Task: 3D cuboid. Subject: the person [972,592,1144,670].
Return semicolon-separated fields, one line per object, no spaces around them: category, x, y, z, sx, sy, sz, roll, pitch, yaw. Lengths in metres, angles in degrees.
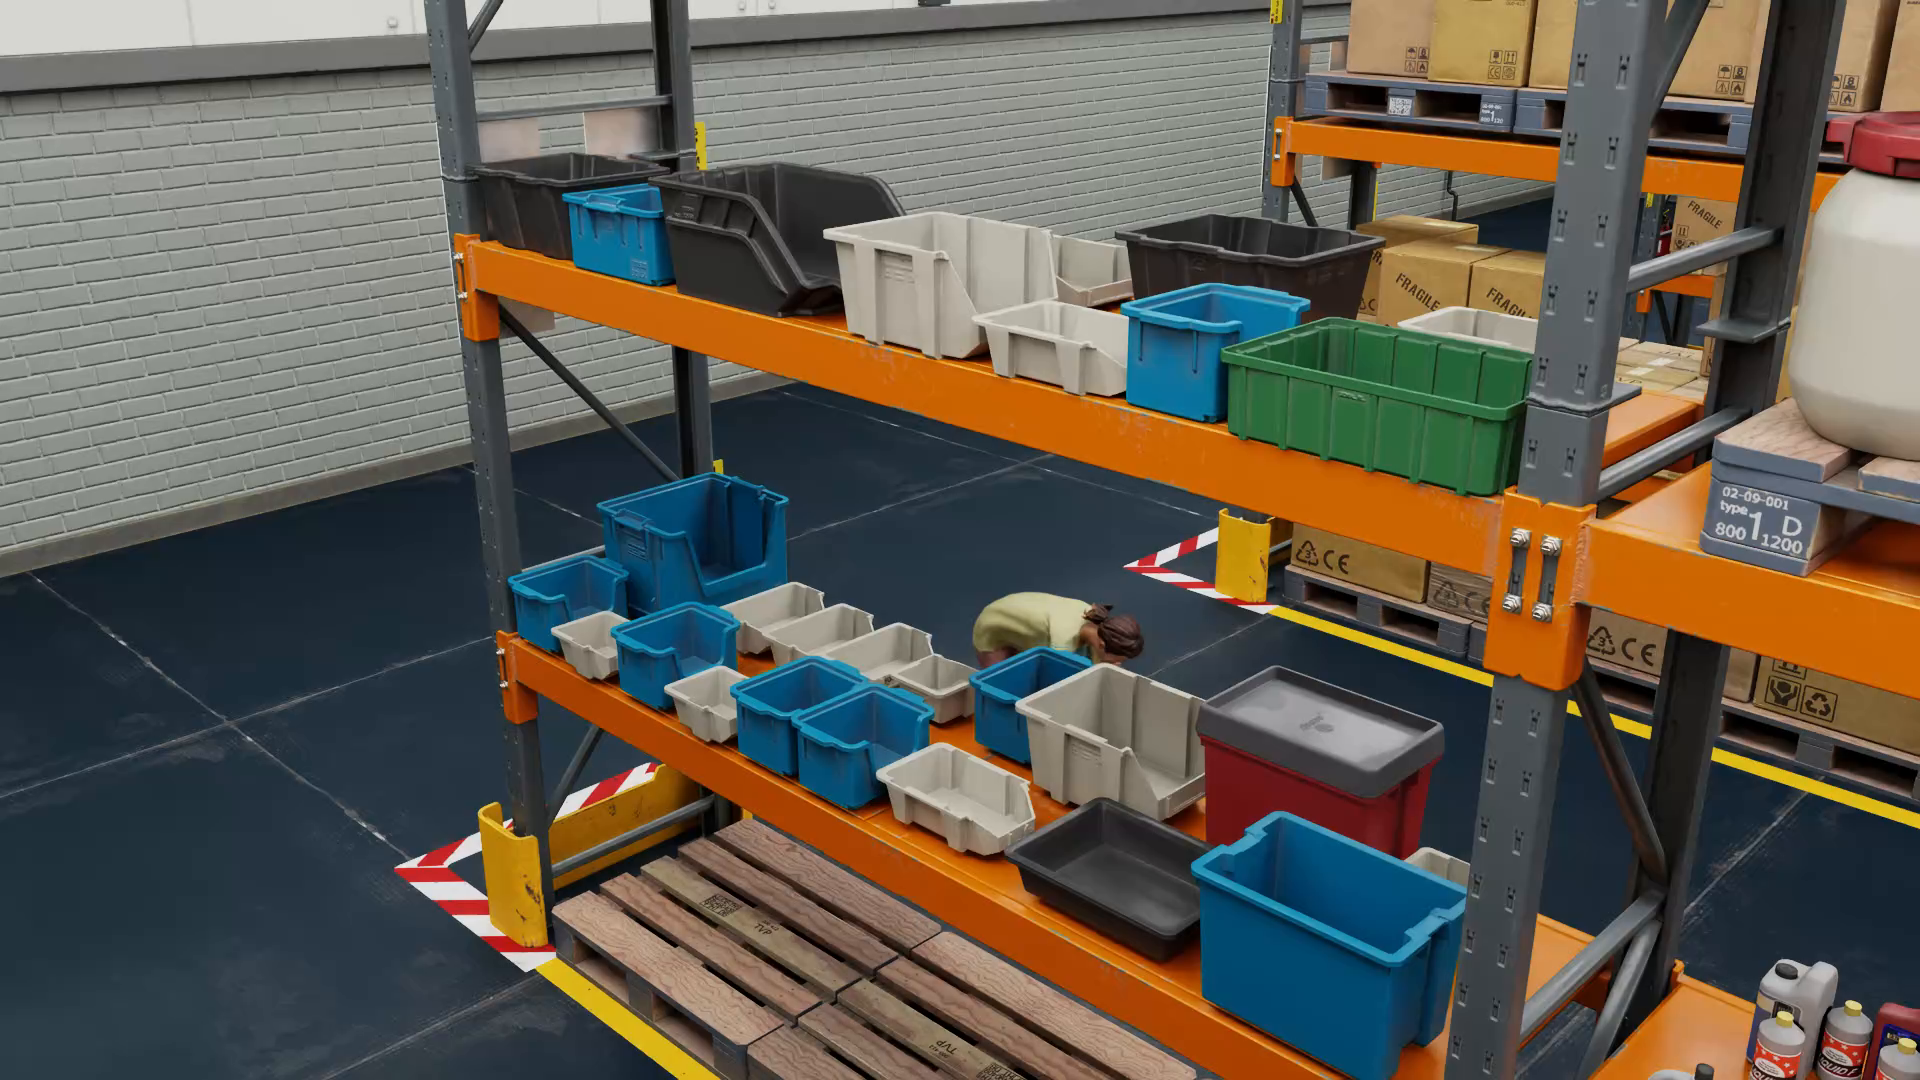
person;0.441;0.721;7.553;0.866;1.051;0.452;17;27;38
